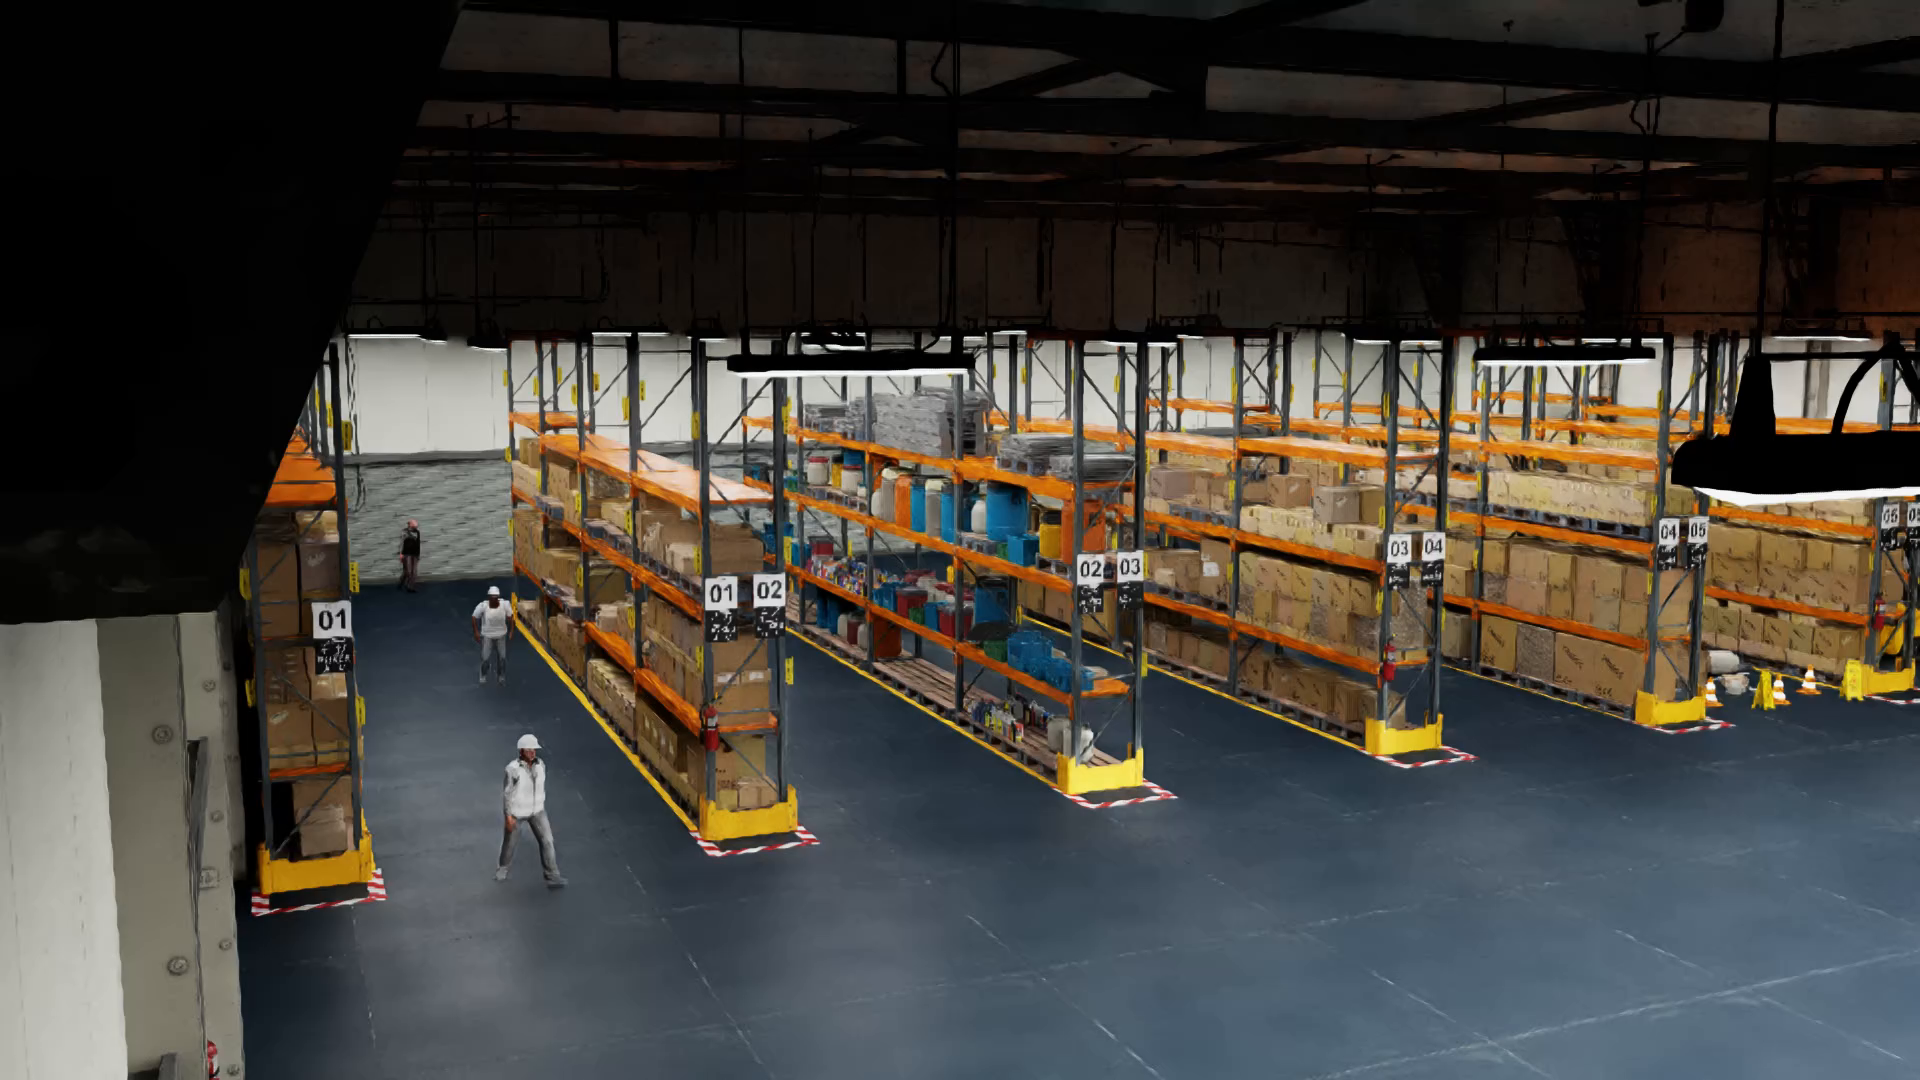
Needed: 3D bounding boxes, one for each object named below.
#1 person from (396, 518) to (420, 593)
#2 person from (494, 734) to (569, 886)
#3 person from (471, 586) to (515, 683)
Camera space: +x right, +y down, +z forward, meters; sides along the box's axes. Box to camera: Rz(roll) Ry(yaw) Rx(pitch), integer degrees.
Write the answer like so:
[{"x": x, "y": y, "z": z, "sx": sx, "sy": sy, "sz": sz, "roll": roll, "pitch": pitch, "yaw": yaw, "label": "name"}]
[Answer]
[{"x": -12.556, "y": 0.341, "z": 37.852, "sx": 0.522, "sy": 1.716, "sz": 0.580, "roll": 4, "pitch": 9, "yaw": 30, "label": "person"}, {"x": -4.809, "y": 2.988, "z": 18.442, "sx": 0.952, "sy": 1.734, "sz": 0.575, "roll": 8, "pitch": 11, "yaw": 44, "label": "person"}, {"x": -7.991, "y": 1.621, "z": 28.504, "sx": 0.719, "sy": 1.714, "sz": 0.578, "roll": -4, "pitch": 9, "yaw": -25, "label": "person"}]
